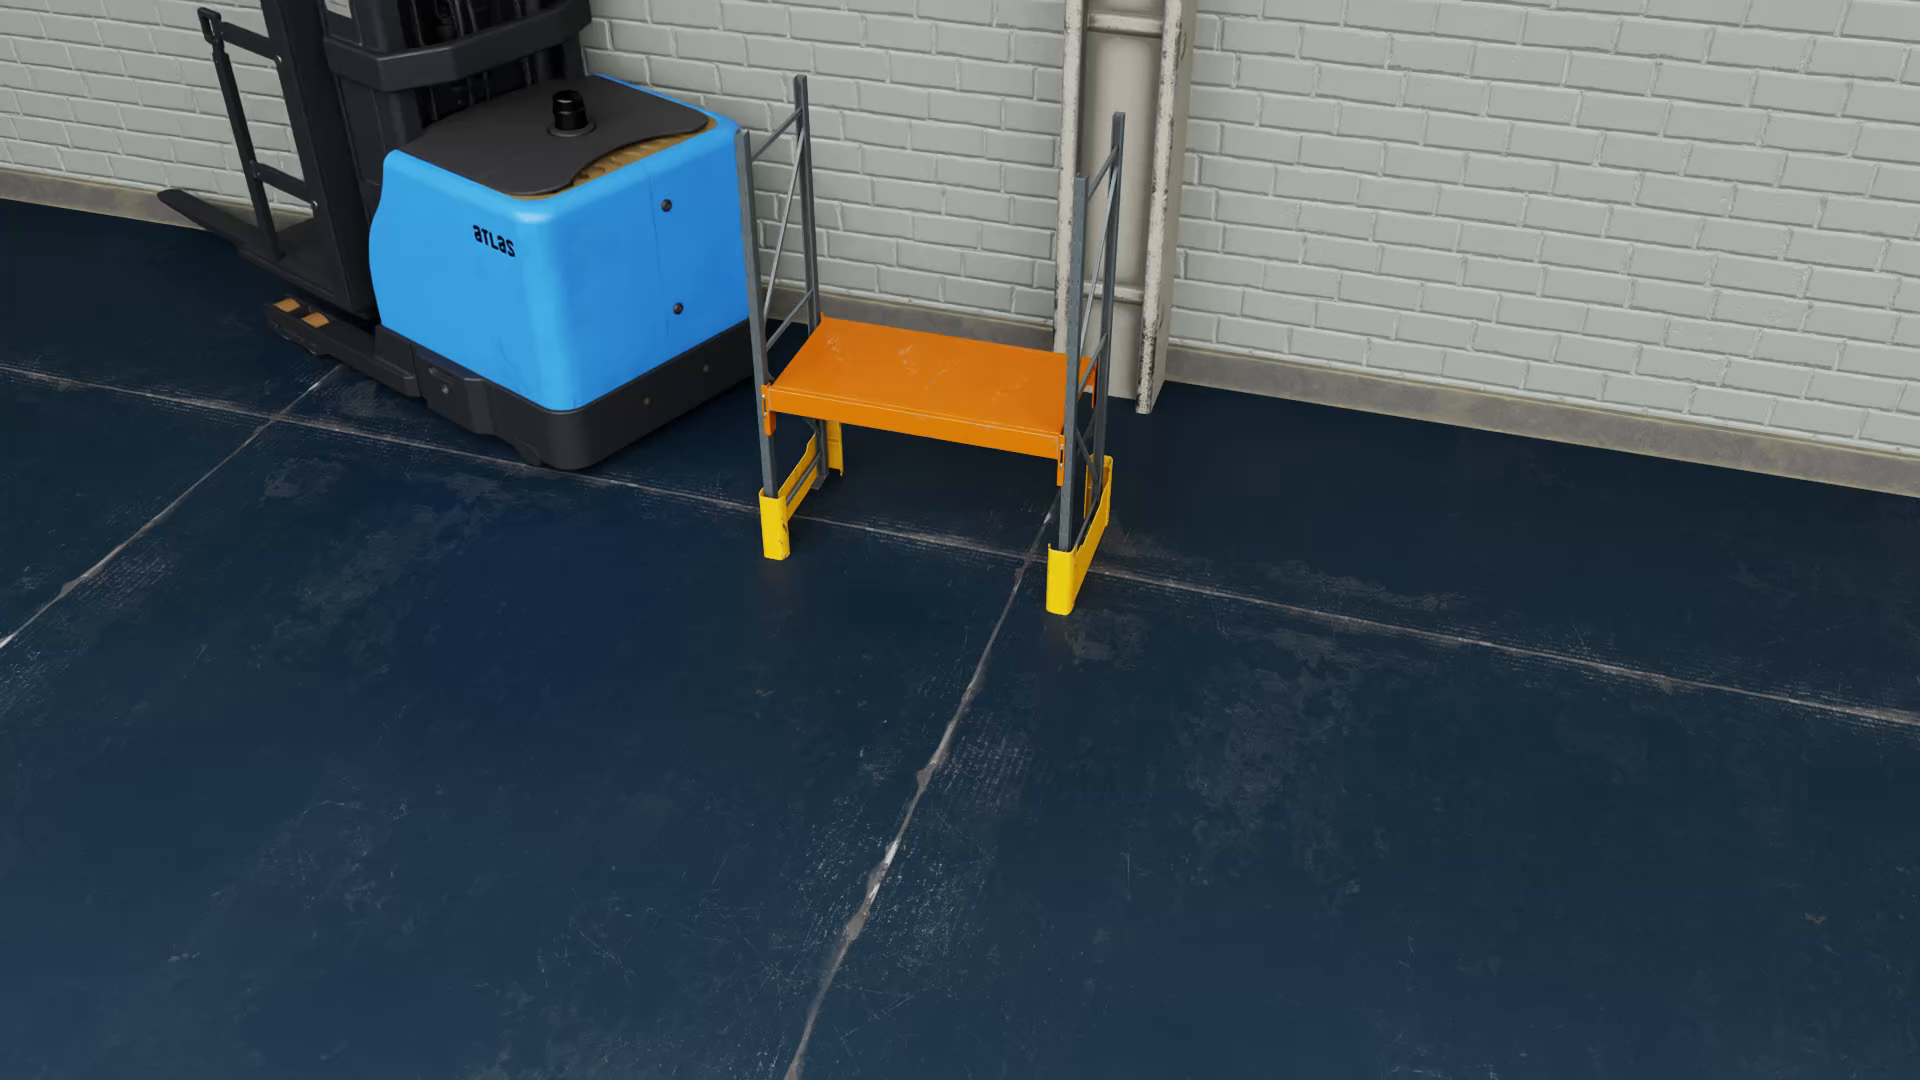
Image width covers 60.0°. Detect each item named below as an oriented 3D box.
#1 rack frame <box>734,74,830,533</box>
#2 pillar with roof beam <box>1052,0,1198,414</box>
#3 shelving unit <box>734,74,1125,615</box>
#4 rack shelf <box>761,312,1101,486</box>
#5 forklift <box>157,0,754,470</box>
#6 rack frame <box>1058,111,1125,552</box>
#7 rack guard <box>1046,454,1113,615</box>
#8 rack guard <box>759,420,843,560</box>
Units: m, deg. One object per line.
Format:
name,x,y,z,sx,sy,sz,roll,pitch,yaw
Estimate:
rack frame,-0.567,-0.709,5.448,0.032,1.500,0.500,10,38,14
pillar with roof beam,-0.697,-1.794,0.596,0.400,9.000,9.100,10,38,14
shelving unit,-0.073,-0.618,5.324,1.083,1.500,0.587,10,38,14
rack shelf,-0.081,-0.474,5.433,1.000,0.185,0.538,10,38,14
forklift,-2.235,-2.154,6.203,3.031,2.935,1.130,26,43,30
rack frame,0.404,-0.529,5.204,0.032,1.500,0.500,10,38,14
rack guard,0.403,-0.026,5.575,0.087,0.250,0.587,10,38,14
rack guard,-0.548,-0.202,5.814,0.087,0.250,0.587,10,38,14
